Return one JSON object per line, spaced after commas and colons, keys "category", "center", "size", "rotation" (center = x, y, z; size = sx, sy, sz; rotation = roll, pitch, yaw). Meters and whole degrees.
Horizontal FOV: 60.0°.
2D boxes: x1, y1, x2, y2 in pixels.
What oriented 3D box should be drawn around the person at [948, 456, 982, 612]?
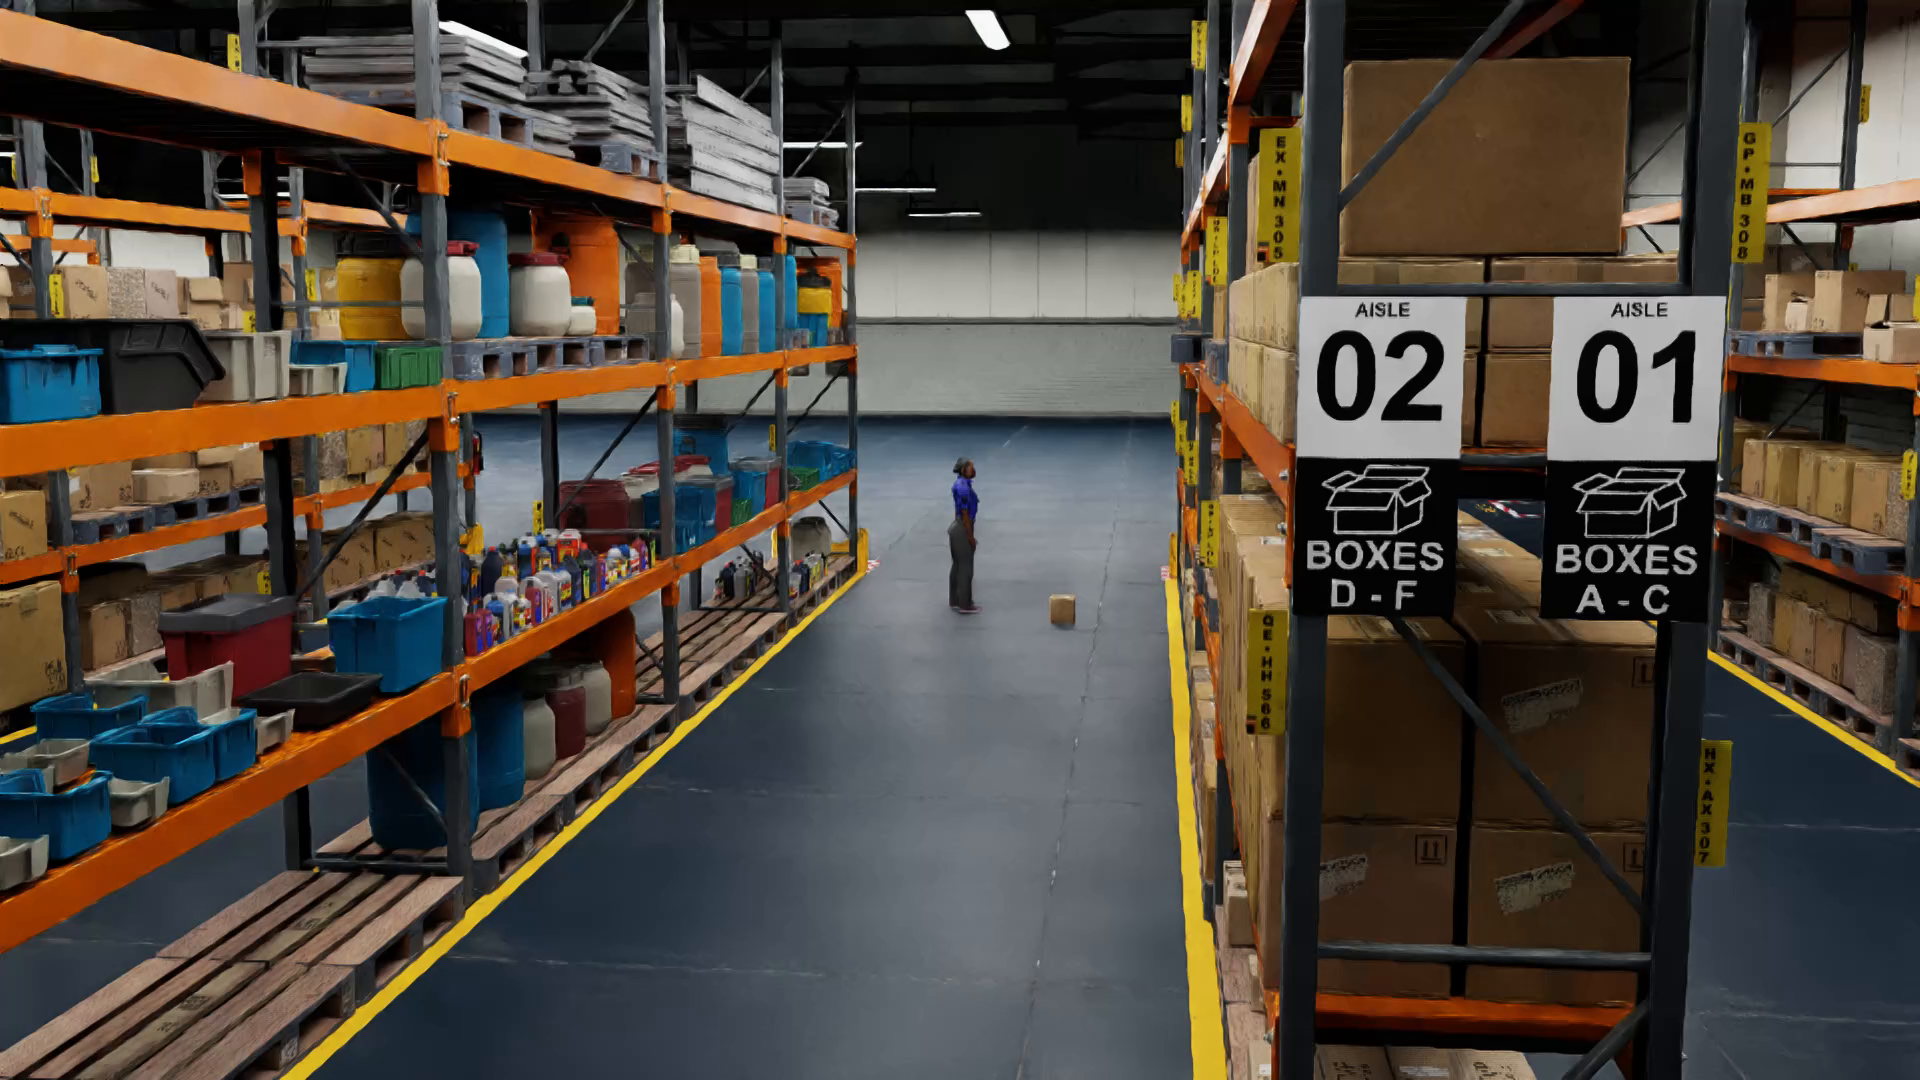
{"category": "person", "center": [0.053, -0.071, 17.743], "size": [0.359, 1.657, 0.469], "rotation": [-1, 8, -5]}
